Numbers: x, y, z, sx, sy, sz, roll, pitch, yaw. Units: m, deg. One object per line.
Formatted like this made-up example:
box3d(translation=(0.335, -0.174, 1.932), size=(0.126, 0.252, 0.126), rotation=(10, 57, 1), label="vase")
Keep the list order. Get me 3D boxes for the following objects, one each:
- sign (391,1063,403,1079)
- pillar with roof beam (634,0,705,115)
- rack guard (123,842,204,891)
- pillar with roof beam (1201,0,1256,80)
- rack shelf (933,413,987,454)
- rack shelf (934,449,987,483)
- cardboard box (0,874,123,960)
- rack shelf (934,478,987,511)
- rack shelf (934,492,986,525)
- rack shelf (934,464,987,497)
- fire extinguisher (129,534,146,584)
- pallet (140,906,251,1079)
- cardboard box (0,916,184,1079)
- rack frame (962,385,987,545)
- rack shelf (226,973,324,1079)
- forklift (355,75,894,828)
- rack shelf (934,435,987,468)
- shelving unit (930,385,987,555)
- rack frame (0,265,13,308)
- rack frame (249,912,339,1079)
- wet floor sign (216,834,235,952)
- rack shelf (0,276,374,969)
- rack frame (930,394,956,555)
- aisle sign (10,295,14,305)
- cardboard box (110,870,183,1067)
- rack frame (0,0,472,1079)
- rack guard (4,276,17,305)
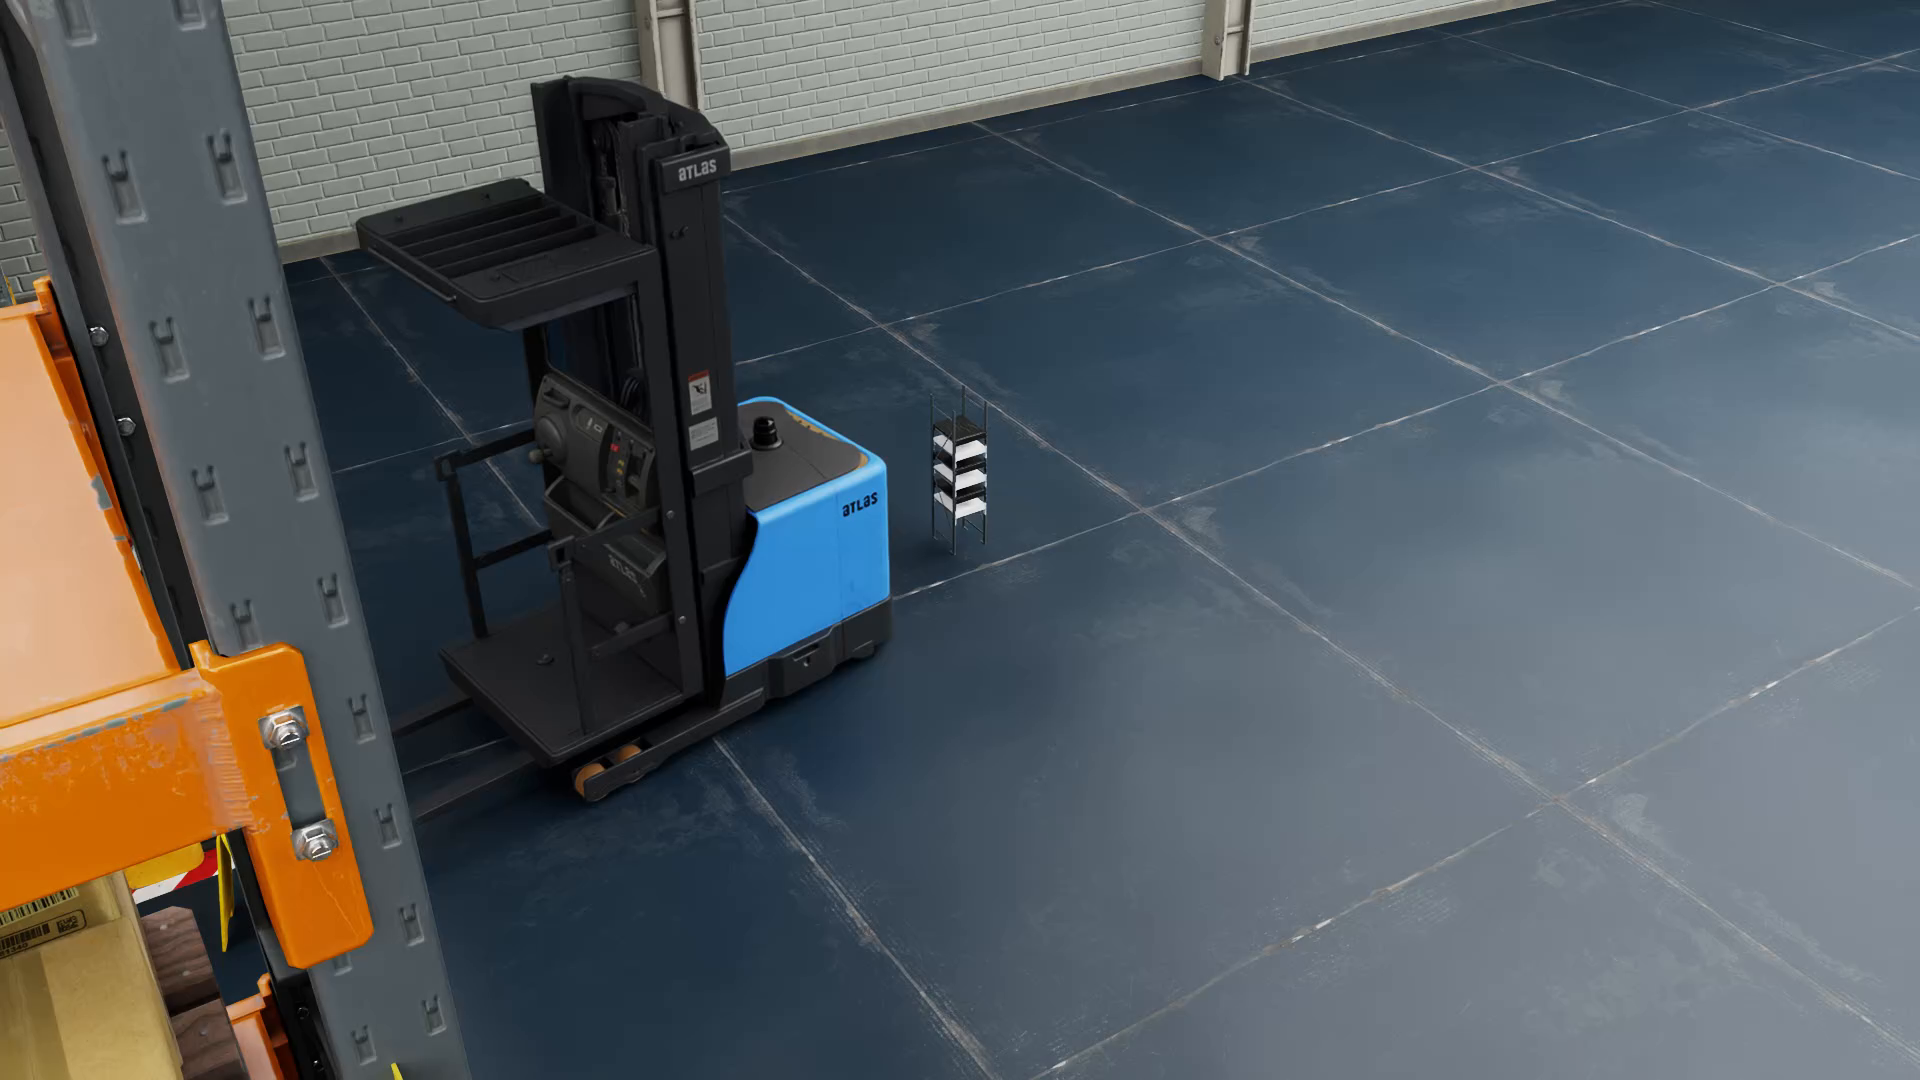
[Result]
box3d(translation=(-0.588, 0.721, 1.849), size=(0.005, 0.325, 0.100), rotation=(-19, 37, -27), label="sign")
box3d(translation=(-0.028, -4.876, 8.666), size=(0.400, 9.000, 9.100), rotation=(-19, 37, -27), label="pillar with roof beam")
box3d(translation=(-3.701, 0.972, 7.361), size=(0.348, 0.500, 1.175), rotation=(-19, 37, -27), label="rack guard")
box3d(translation=(5.015, -6.610, 11.416), size=(0.400, 9.000, 9.100), rotation=(-19, 37, -27), label="pillar with roof beam")
box3d(translation=(-0.007, -0.578, 9.002), size=(0.200, 0.077, 0.258), rotation=(-19, 37, -27), label="rack shelf")
box3d(translation=(-0.007, -0.426, 9.098), size=(0.200, 0.077, 0.258), rotation=(-19, 37, -27), label="rack shelf")
box3d(translation=(-1.415, 0.557, 2.240), size=(0.500, 0.250, 0.500), rotation=(-19, 37, -27), label="cardboard box")
box3d(translation=(-0.007, -0.274, 9.194), size=(0.200, 0.077, 0.258), rotation=(-19, 37, -27), label="rack shelf")
box3d(translation=(-0.007, -0.198, 9.242), size=(0.200, 0.077, 0.258), rotation=(-19, 37, -27), label="rack shelf")
box3d(translation=(-0.007, -0.350, 9.146), size=(0.200, 0.077, 0.258), rotation=(-19, 37, -27), label="rack shelf")
box3d(translation=(-3.291, 0.100, 6.475), size=(0.183, 0.674, 0.296), rotation=(-19, 37, -27), label="fire extinguisher")
box3d(translation=(-1.488, 1.072, 2.133), size=(1.213, 0.211, 1.003), rotation=(-19, 37, -27), label="pallet")
box3d(translation=(-0.970, 0.614, 1.776), size=(0.250, 0.149, 0.380), rotation=(-19, 37, -27), label="cardboard box")
box3d(translation=(0.079, -0.408, 9.174), size=(0.006, 0.900, 0.240), rotation=(-19, 37, -27), label="rack frame")
box3d(translation=(-2.551, 1.698, 1.732), size=(4.000, 0.370, 1.077), rotation=(-19, 37, -27), label="rack shelf")
box3d(translation=(-1.772, -0.378, 7.224), size=(3.031, 2.935, 1.130), rotation=(-26, 40, -34), label="forklift")
box3d(translation=(-0.007, -0.502, 9.050), size=(0.200, 0.077, 0.258), rotation=(-19, 37, -27), label="rack shelf")
box3d(translation=(-0.007, -0.378, 9.128), size=(0.210, 0.900, 0.258), rotation=(-19, 37, -27), label="shelving unit")
box3d(translation=(-3.637, -0.107, 6.729), size=(0.127, 3.000, 1.000), rotation=(-19, 37, -27), label="rack frame")
box3d(translation=(-0.870, 2.084, 3.257), size=(0.127, 3.000, 1.000), rotation=(-19, 37, -27), label="rack frame")
box3d(translation=(-2.898, 1.314, 6.684), size=(0.232, 0.644, 0.267), rotation=(-7, 33, -11), label="wet floor sign")
box3d(translation=(-2.551, 0.598, 1.038), size=(4.000, 0.370, 1.077), rotation=(-19, 37, -27), label="rack shelf")
box3d(translation=(-0.092, -0.349, 9.081), size=(0.006, 0.900, 0.240), rotation=(-19, 37, -27), label="rack frame")
box3d(translation=(-3.428, -1.094, 5.858), size=(0.004, 0.787, 0.394), rotation=(-19, 37, -27), label="aisle sign")
box3d(translation=(-1.332, 0.657, 2.456), size=(0.250, 0.149, 0.380), rotation=(-19, 37, -27), label="cardboard box")
box3d(translation=(-0.870, -0.454, 1.656), size=(0.127, 3.000, 1.000), rotation=(-19, 37, -27), label="rack frame")
box3d(translation=(-6.310, -1.281, 10.934), size=(0.348, 0.500, 1.175), rotation=(-19, 37, -27), label="rack guard")
